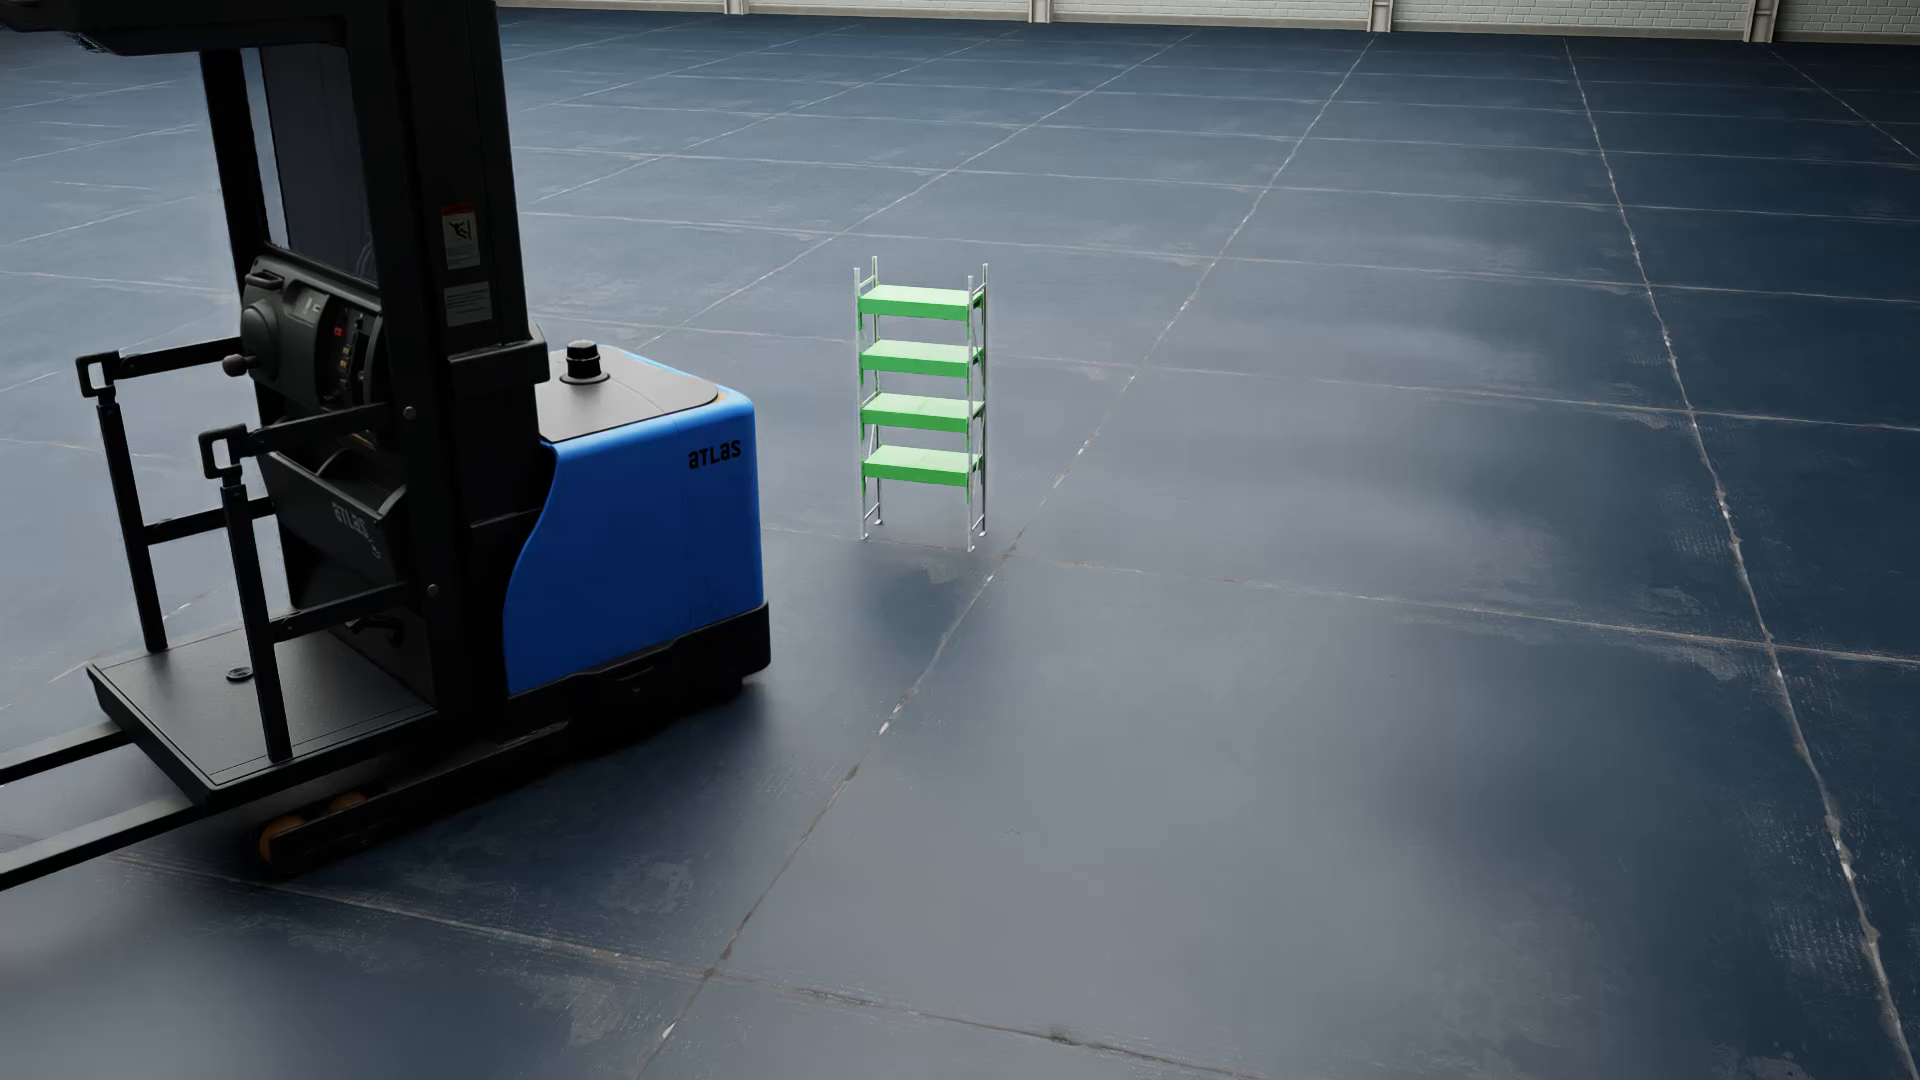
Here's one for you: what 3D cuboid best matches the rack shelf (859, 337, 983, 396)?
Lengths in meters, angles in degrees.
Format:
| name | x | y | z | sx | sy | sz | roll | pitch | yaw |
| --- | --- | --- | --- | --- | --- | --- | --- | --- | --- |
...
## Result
| name | x | y | z | sx | sy | sz | roll | pitch | yaw |
| --- | --- | --- | --- | --- | --- | --- | --- | --- | --- |
| rack shelf | -0.158 | -0.736 | 7.020 | 0.480 | 0.148 | 0.258 | 7 | 23 | 16 |

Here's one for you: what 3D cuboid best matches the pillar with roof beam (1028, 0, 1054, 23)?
| name | x | y | z | sx | sy | sz | roll | pitch | yaw |
| --- | --- | --- | --- | --- | --- | --- | --- | --- | --- |
| pillar with roof beam | 0.232 | -12.024 | 24.726 | 0.400 | 9.000 | 9.100 | 7 | 23 | 16 |

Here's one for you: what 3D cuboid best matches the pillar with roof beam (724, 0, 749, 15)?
| name | x | y | z | sx | sy | sz | roll | pitch | yaw |
| --- | --- | --- | --- | --- | --- | --- | --- | --- | --- |
| pillar with roof beam | -5.512 | -12.682 | 26.329 | 0.400 | 9.000 | 9.100 | 7 | 23 | 16 |

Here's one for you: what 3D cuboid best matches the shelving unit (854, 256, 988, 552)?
| name | x | y | z | sx | sy | sz | roll | pitch | yaw |
| --- | --- | --- | --- | --- | --- | --- | --- | --- | --- |
| shelving unit | -0.158 | -0.573 | 7.087 | 0.503 | 1.200 | 0.258 | 7 | 23 | 16 |

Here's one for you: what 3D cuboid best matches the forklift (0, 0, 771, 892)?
| name | x | y | z | sx | sy | sz | roll | pitch | yaw |
| --- | --- | --- | --- | --- | --- | --- | --- | --- | --- |
| forklift | -2.102 | -0.599 | 4.869 | 3.031 | 2.935 | 1.130 | -20 | 29 | -39 |

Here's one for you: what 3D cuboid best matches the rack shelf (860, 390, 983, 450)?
| name | x | y | z | sx | sy | sz | roll | pitch | yaw |
| --- | --- | --- | --- | --- | --- | --- | --- | --- | --- |
| rack shelf | -0.158 | -0.514 | 7.111 | 0.480 | 0.148 | 0.258 | 7 | 23 | 16 |

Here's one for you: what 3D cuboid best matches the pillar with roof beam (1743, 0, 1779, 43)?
| name | x | y | z | sx | sy | sz | roll | pitch | yaw |
| --- | --- | --- | --- | --- | --- | --- | --- | --- | --- |
| pillar with roof beam | 11.721 | -10.709 | 21.519 | 0.400 | 9.000 | 9.100 | 7 | 23 | 16 |

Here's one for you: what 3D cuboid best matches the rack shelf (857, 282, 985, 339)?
| name | x | y | z | sx | sy | sz | roll | pitch | yaw |
| --- | --- | --- | --- | --- | --- | --- | --- | --- | --- |
| rack shelf | -0.158 | -0.958 | 6.929 | 0.480 | 0.148 | 0.258 | 7 | 23 | 16 |

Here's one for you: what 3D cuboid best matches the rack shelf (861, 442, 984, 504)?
| name | x | y | z | sx | sy | sz | roll | pitch | yaw |
| --- | --- | --- | --- | --- | --- | --- | --- | --- | --- |
| rack shelf | -0.158 | -0.292 | 7.202 | 0.480 | 0.148 | 0.258 | 7 | 23 | 16 |

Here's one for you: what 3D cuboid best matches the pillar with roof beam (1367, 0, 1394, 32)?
| name | x | y | z | sx | sy | sz | roll | pitch | yaw |
| --- | --- | --- | --- | --- | --- | --- | --- | --- | --- |
| pillar with roof beam | 5.976 | -11.366 | 23.123 | 0.400 | 9.000 | 9.100 | 7 | 23 | 16 |

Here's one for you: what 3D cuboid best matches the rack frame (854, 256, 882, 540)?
| name | x | y | z | sx | sy | sz | roll | pitch | yaw |
| --- | --- | --- | --- | --- | --- | --- | --- | --- | --- |
| rack frame | -0.392 | -0.600 | 7.152 | 0.015 | 1.200 | 0.240 | 7 | 23 | 16 |

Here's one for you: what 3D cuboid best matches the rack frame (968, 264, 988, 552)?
| name | x | y | z | sx | sy | sz | roll | pitch | yaw |
| --- | --- | --- | --- | --- | --- | --- | --- | --- | --- |
| rack frame | 0.075 | -0.547 | 7.021 | 0.015 | 1.200 | 0.240 | 7 | 23 | 16 |
